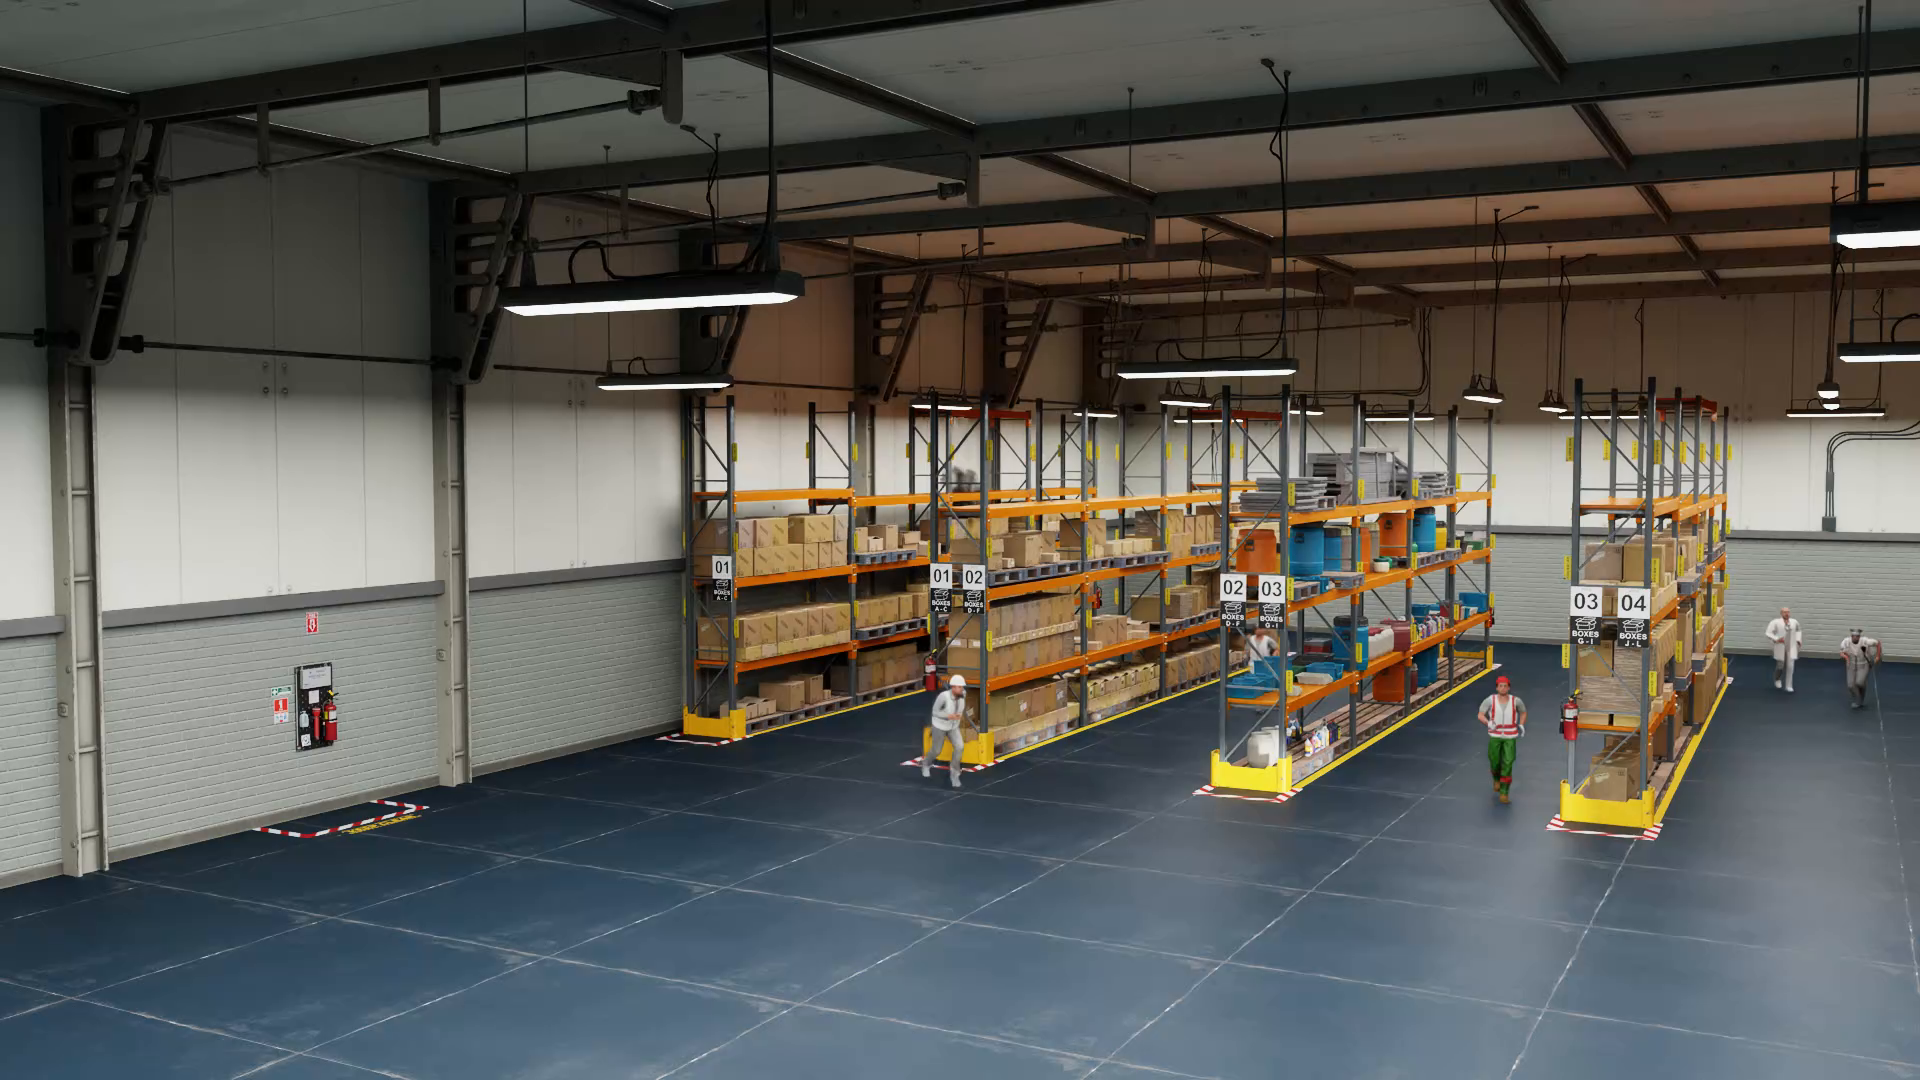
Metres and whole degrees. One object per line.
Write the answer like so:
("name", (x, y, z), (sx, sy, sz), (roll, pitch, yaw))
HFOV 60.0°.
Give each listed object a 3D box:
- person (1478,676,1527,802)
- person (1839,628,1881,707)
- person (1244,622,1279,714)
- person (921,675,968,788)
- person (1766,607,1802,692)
("person", (7.829, 2.846, 24.016), (0.680, 1.773, 0.794), (1, 3, 18))
("person", (17.570, 2.499, 32.477), (0.693, 1.599, 0.897), (2, 4, 39))
("person", (5.701, 2.443, 31.728), (0.639, 1.759, 0.612), (1, 3, 26))
("person", (-0.227, 2.864, 25.135), (0.699, 1.728, 1.027), (-2, 4, -38))
("person", (17.259, 2.282, 34.812), (0.734, 1.758, 0.885), (1, 3, 11))
